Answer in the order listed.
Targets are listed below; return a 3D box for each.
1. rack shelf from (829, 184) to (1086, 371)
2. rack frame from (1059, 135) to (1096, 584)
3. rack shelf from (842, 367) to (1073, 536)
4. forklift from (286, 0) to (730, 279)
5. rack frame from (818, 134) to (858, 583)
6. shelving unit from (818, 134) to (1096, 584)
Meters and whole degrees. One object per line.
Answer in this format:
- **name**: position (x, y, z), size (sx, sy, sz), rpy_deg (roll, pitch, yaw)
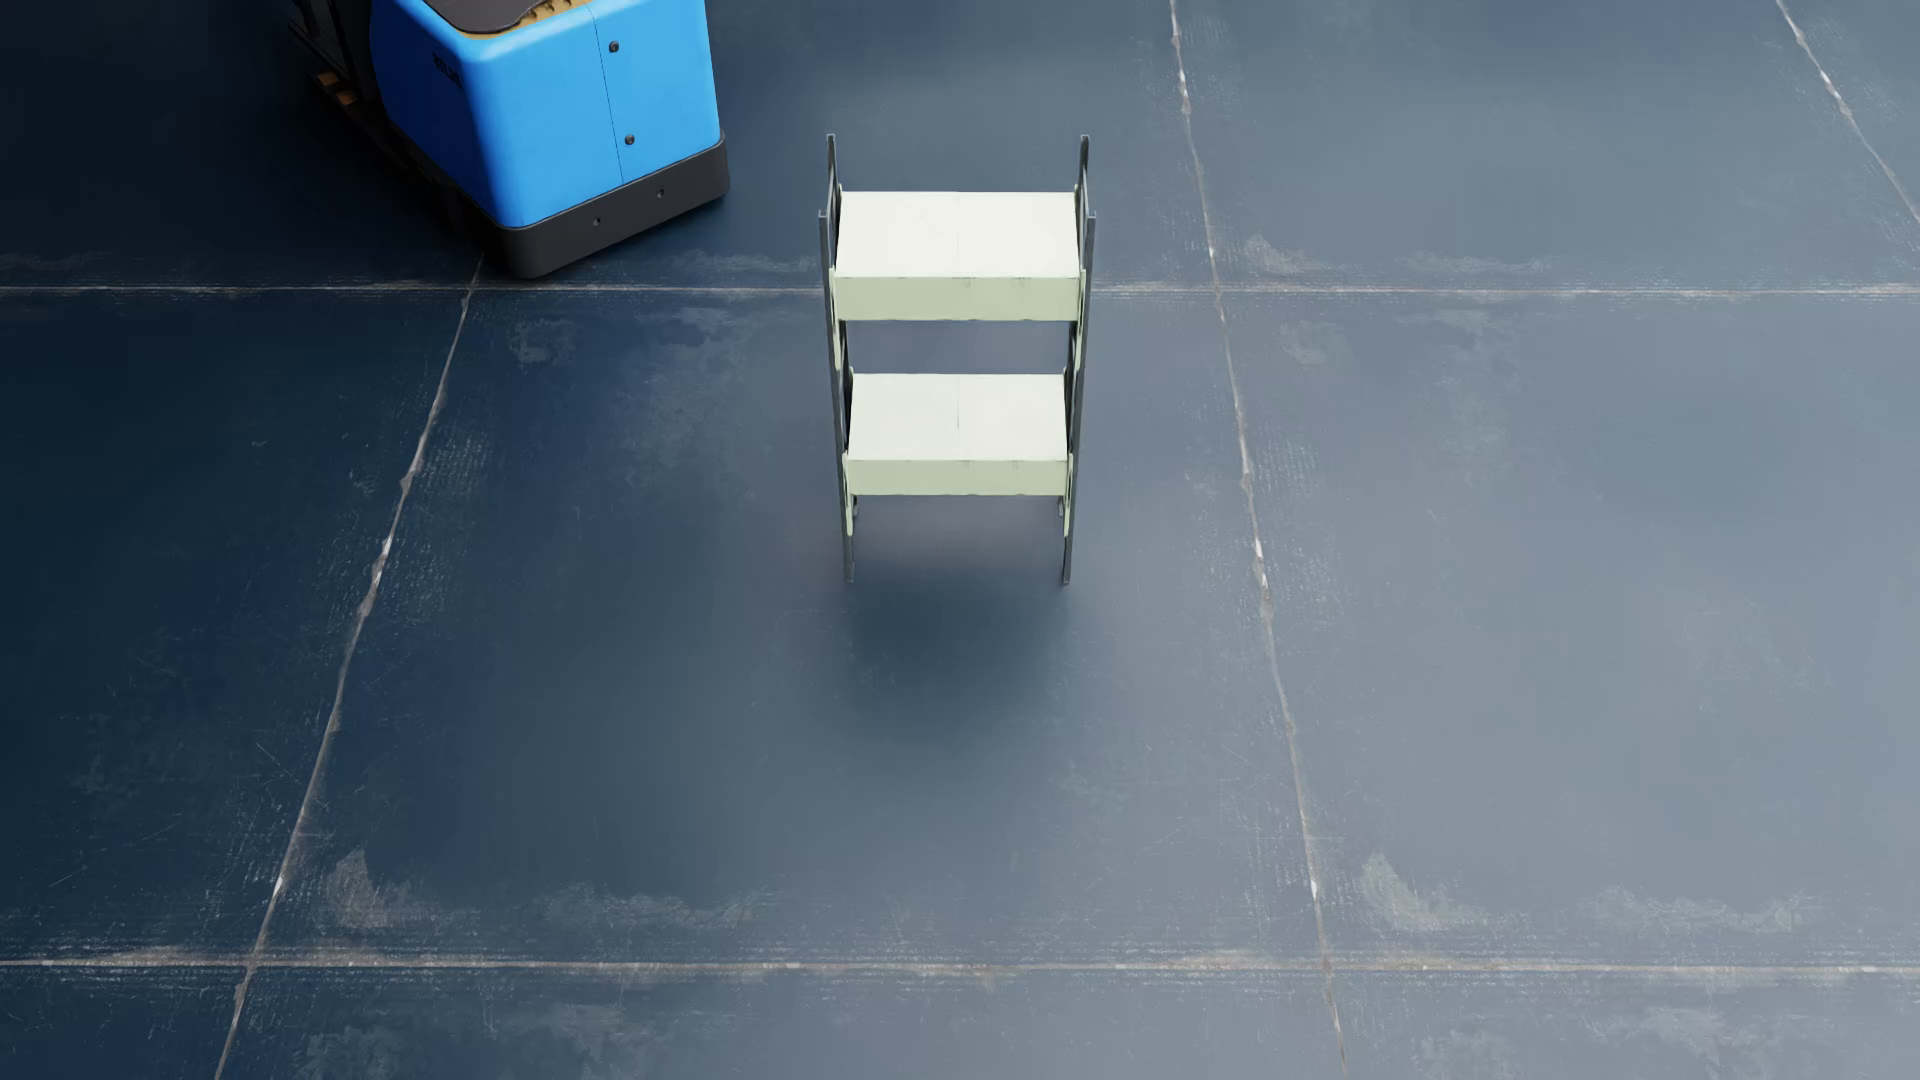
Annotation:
- **rack shelf**: position (-0.007, -0.777, 4.915), size (0.720, 0.370, 0.431), rpy_deg (0, 47, 0)
- **rack frame**: position (0.359, -0.510, 5.200), size (0.023, 1.500, 0.400), rpy_deg (0, 47, 0)
- **rack shelf**: position (-0.007, -0.289, 5.440), size (0.720, 0.370, 0.431), rpy_deg (0, 47, 0)
- **forklift**: position (-2.294, -3.058, 6.594), size (1.130, 2.935, 3.031), rpy_deg (-31, 54, -26)
- **rack frame**: position (-0.373, -0.512, 5.202), size (0.023, 1.500, 0.400), rpy_deg (0, 47, 0)
- **shelving unit**: position (-0.007, -0.511, 5.201), size (0.755, 1.500, 0.431), rpy_deg (0, 47, 0)
